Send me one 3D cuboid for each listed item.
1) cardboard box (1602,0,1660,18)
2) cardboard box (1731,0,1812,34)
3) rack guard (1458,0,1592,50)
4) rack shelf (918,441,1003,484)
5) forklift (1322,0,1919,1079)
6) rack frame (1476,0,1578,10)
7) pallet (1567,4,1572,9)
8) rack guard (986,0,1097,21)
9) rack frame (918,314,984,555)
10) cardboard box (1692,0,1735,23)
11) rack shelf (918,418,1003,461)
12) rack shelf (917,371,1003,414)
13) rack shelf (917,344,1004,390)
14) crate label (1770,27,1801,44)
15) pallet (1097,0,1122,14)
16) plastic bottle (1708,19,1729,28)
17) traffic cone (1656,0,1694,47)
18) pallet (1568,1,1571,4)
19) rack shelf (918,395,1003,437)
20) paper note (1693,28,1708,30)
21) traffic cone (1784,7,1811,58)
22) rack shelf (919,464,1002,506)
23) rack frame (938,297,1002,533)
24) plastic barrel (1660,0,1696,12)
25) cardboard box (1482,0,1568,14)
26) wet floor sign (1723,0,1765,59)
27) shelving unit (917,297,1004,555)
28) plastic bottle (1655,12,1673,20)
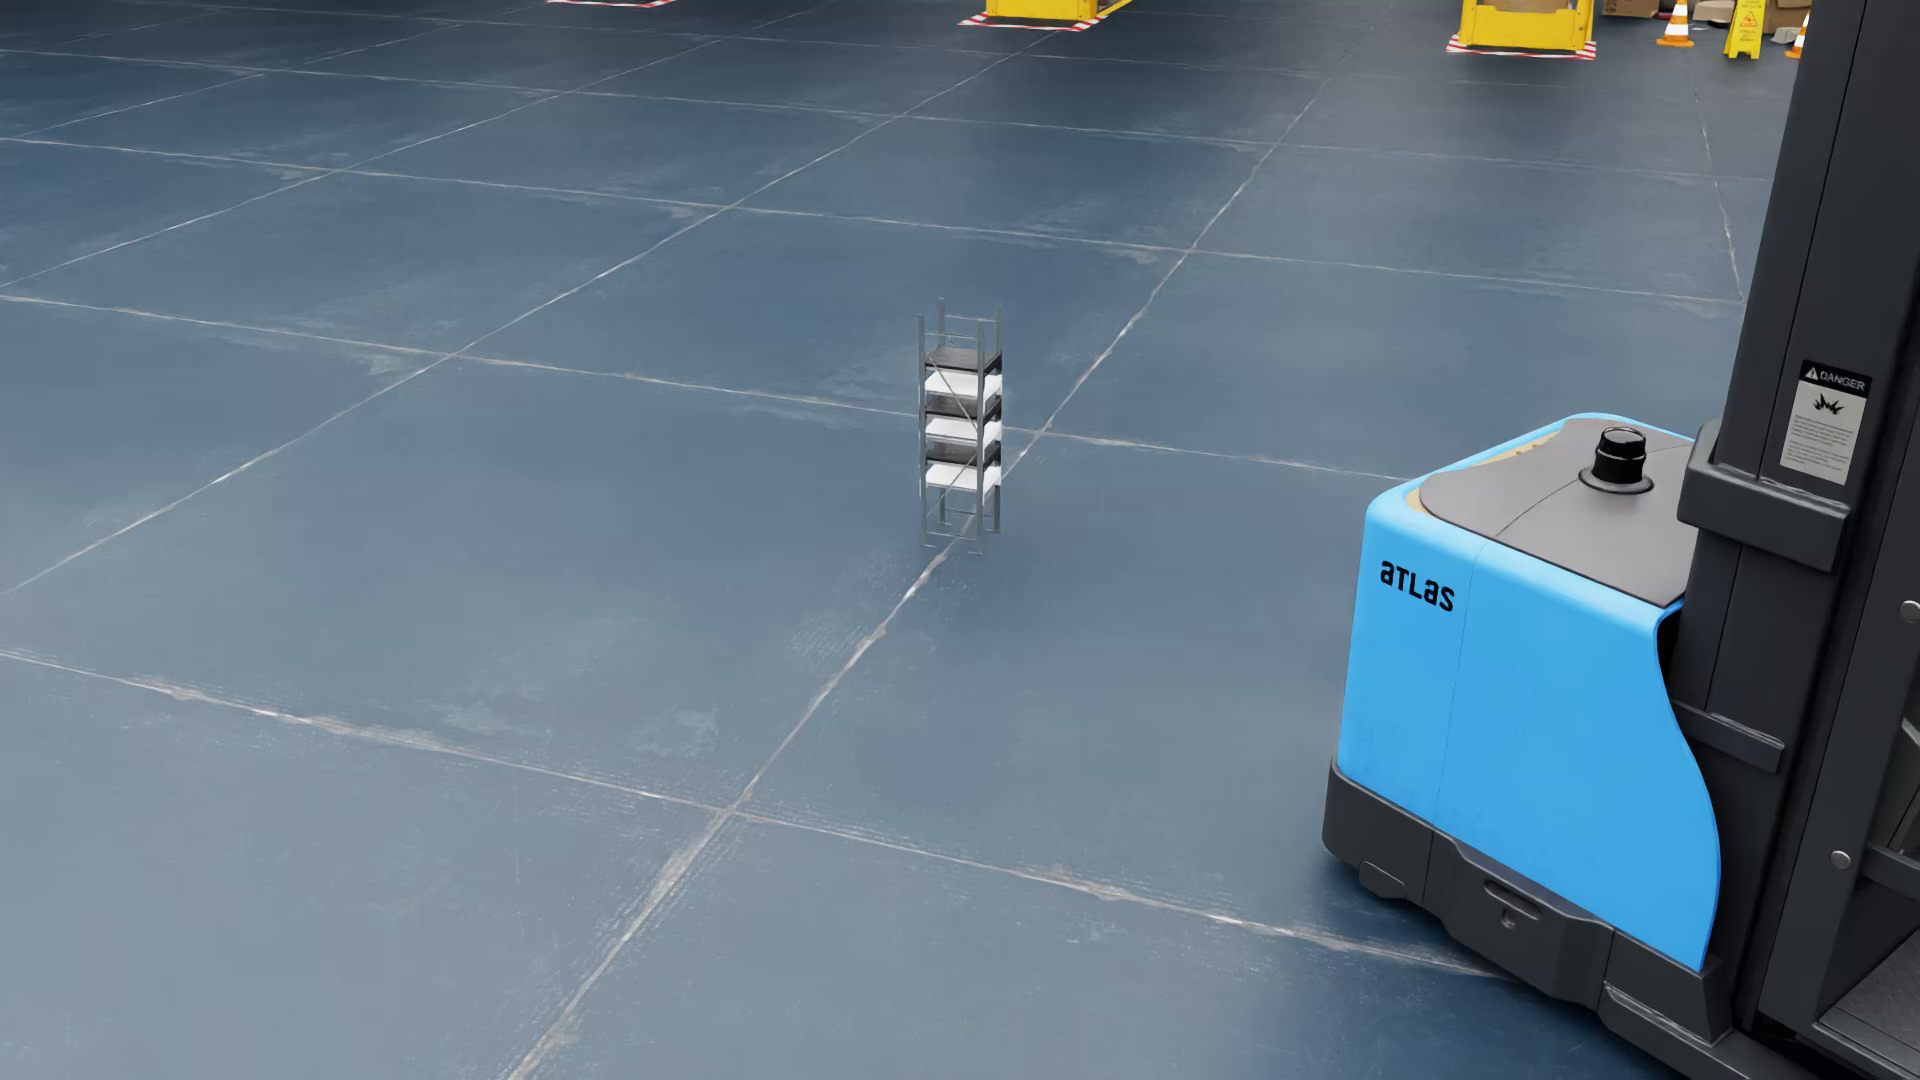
[{"bbox_3d":[7.275,-5.938,17.937,0.500,0.500,0.500,14,29,26],"label":"cardboard box"},{"bbox_3d":[8.391,-5.494,17.019,0.797,0.503,0.637,-9,27,-18],"label":"cardboard box"},{"bbox_3d":[5.484,-5.070,16.147,1.175,0.500,0.348,9,27,17],"label":"rack guard"},{"bbox_3d":[0.003,-0.297,6.115,0.258,0.077,0.200,9,27,17],"label":"rack shelf"},{"bbox_3d":[2.281,-0.088,3.069,1.130,2.935,3.031,-19,32,-34],"label":"forklift"},{"bbox_3d":[5.492,-6.204,15.622,1.000,3.000,0.127,9,27,17],"label":"rack frame"},{"bbox_3d":[5.685,-5.289,16.932,1.003,0.211,1.213,9,27,17],"label":"pallet"},{"bbox_3d":[0.874,-5.871,17.803,1.175,0.500,0.348,9,27,17],"label":"rack guard"},{"bbox_3d":[-0.031,-0.367,5.974,0.240,0.900,0.006,9,27,17],"label":"rack frame"},{"bbox_3d":[7.988,-5.644,17.603,0.396,0.266,0.258,14,29,26],"label":"cardboard box"},{"bbox_3d":[0.003,-0.378,6.075,0.258,0.077,0.200,9,27,17],"label":"rack shelf"},{"bbox_3d":[0.003,-0.540,5.997,0.258,0.077,0.200,9,27,17],"label":"rack shelf"},{"bbox_3d":[0.003,-0.621,5.958,0.258,0.077,0.200,9,27,17],"label":"rack shelf"},{"bbox_3d":[8.164,-4.957,16.330,0.250,0.136,0.298,-5,26,-9],"label":"crate label"},{"bbox_3d":[1.178,-6.070,18.545,1.003,0.211,1.213,9,27,17],"label":"pallet"},{"bbox_3d":[7.858,-5.366,17.262,0.133,0.061,0.283,0,26,-1],"label":"plastic bottle"},{"bbox_3d":[7.008,-5.075,16.201,0.336,0.463,0.334,9,27,17],"label":"traffic cone"},{"bbox_3d":[6.092,-5.789,17.964,1.003,0.211,1.213,9,27,17],"label":"pallet"},{"bbox_3d":[0.003,-0.459,6.036,0.258,0.077,0.200,9,27,17],"label":"rack shelf"},{"bbox_3d":[7.601,-5.248,17.057,0.144,0.017,0.142,20,32,35],"label":"paper note"},{"bbox_3d":[7.961,-4.771,15.574,0.336,0.463,0.334,9,27,17],"label":"traffic cone"},{"bbox_3d":[0.003,-0.216,6.154,0.258,0.077,0.200,9,27,17],"label":"rack shelf"},{"bbox_3d":[0.037,-0.450,6.147,0.240,0.900,0.006,9,27,17],"label":"rack frame"},{"bbox_3d":[7.893,-6.000,18.157,0.421,0.421,0.512,-14,29,-27],"label":"plastic barrel"},{"bbox_3d":[5.656,-5.725,16.589,0.875,0.875,0.875,9,27,18],"label":"cardboard box"},{"bbox_3d":[7.350,-4.846,15.518,0.267,0.644,0.232,4,26,8],"label":"wet floor sign"},{"bbox_3d":[0.003,-0.408,6.061,0.258,0.900,0.210,9,27,17],"label":"shelving unit"},{"bbox_3d":[7.566,-5.579,17.703,0.283,0.061,0.133,0,26,-1],"label":"plastic bottle"}]
